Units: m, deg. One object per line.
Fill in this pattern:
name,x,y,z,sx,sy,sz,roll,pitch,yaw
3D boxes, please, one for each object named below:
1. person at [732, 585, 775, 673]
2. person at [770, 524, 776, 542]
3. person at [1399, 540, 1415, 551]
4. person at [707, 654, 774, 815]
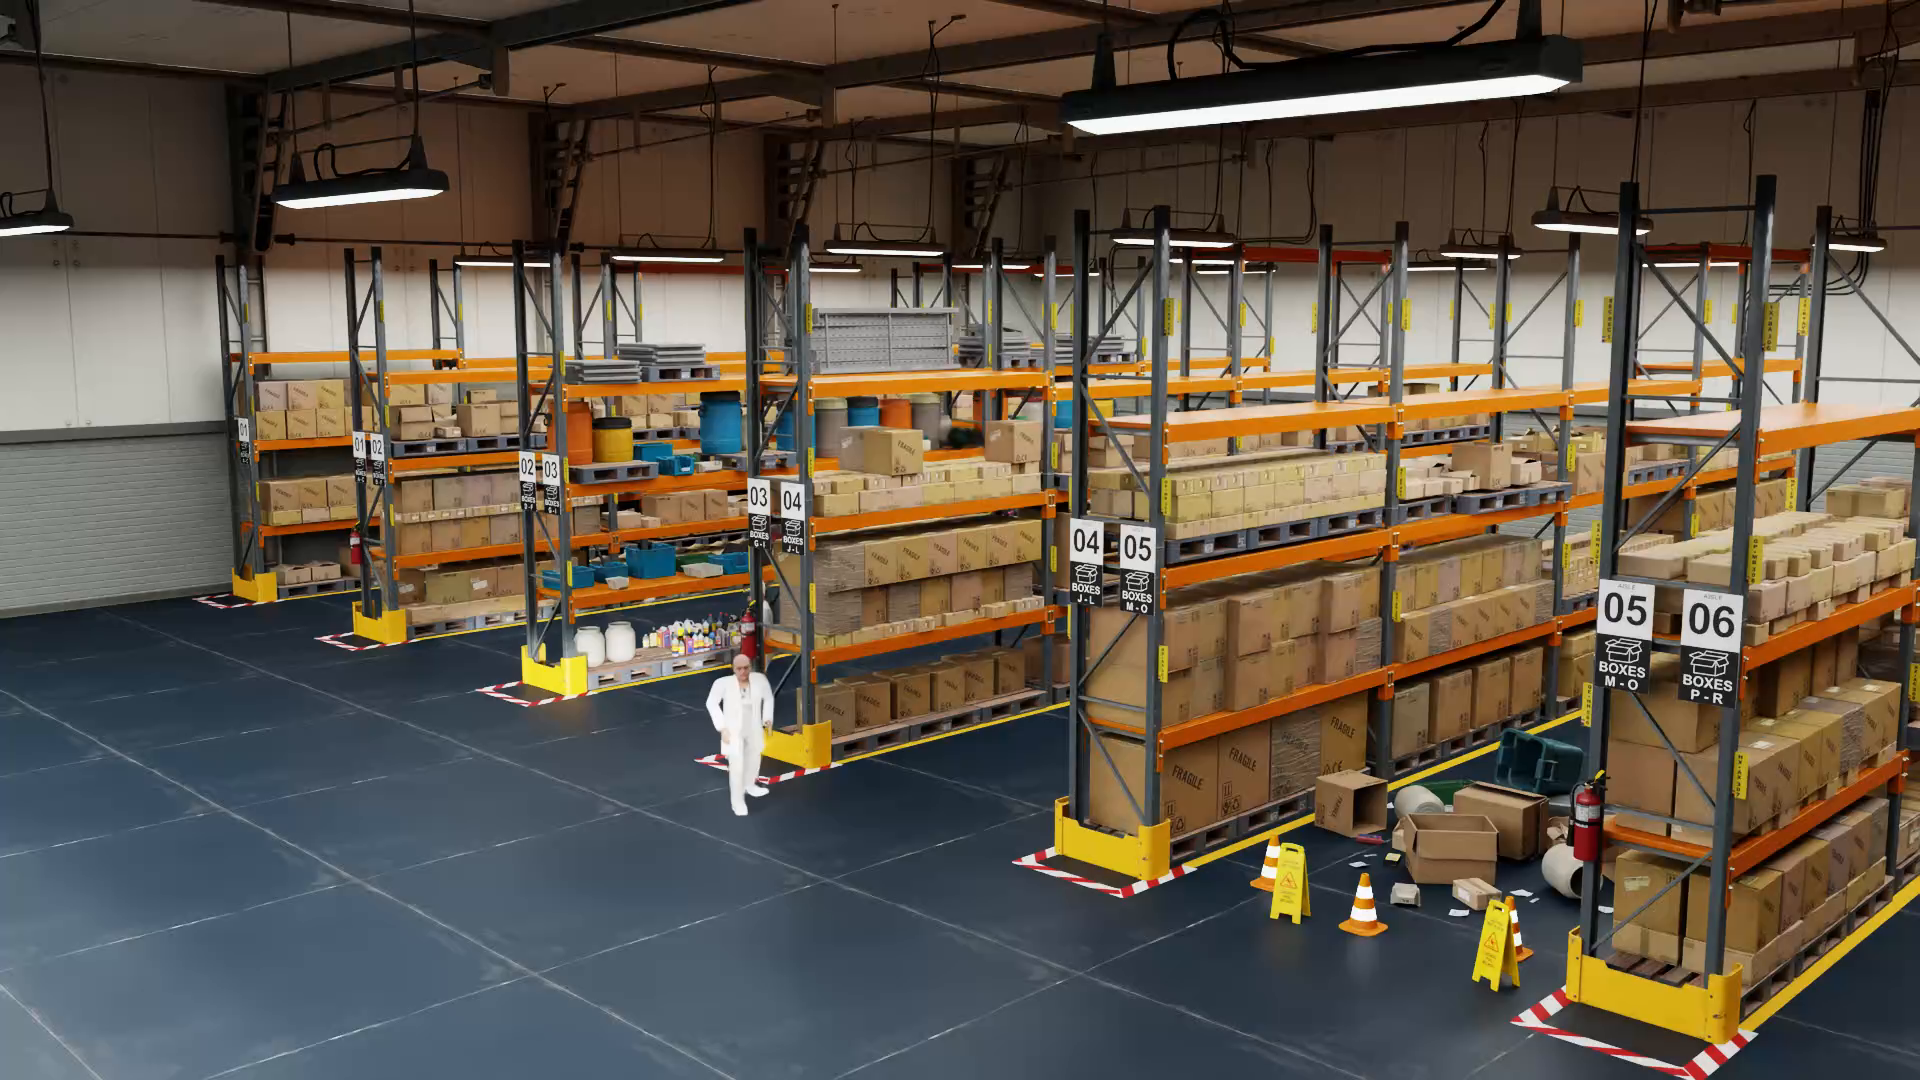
person,-2.622,1.345,21.196,0.692,1.673,0.861,-4,9,-26
person,-4.032,-0.567,34.758,0.702,1.649,0.740,4,9,28
person,6.966,0.723,25.678,0.896,1.699,0.593,-7,11,-39
person,-2.231,1.938,16.975,0.743,1.690,0.924,-4,9,-26
